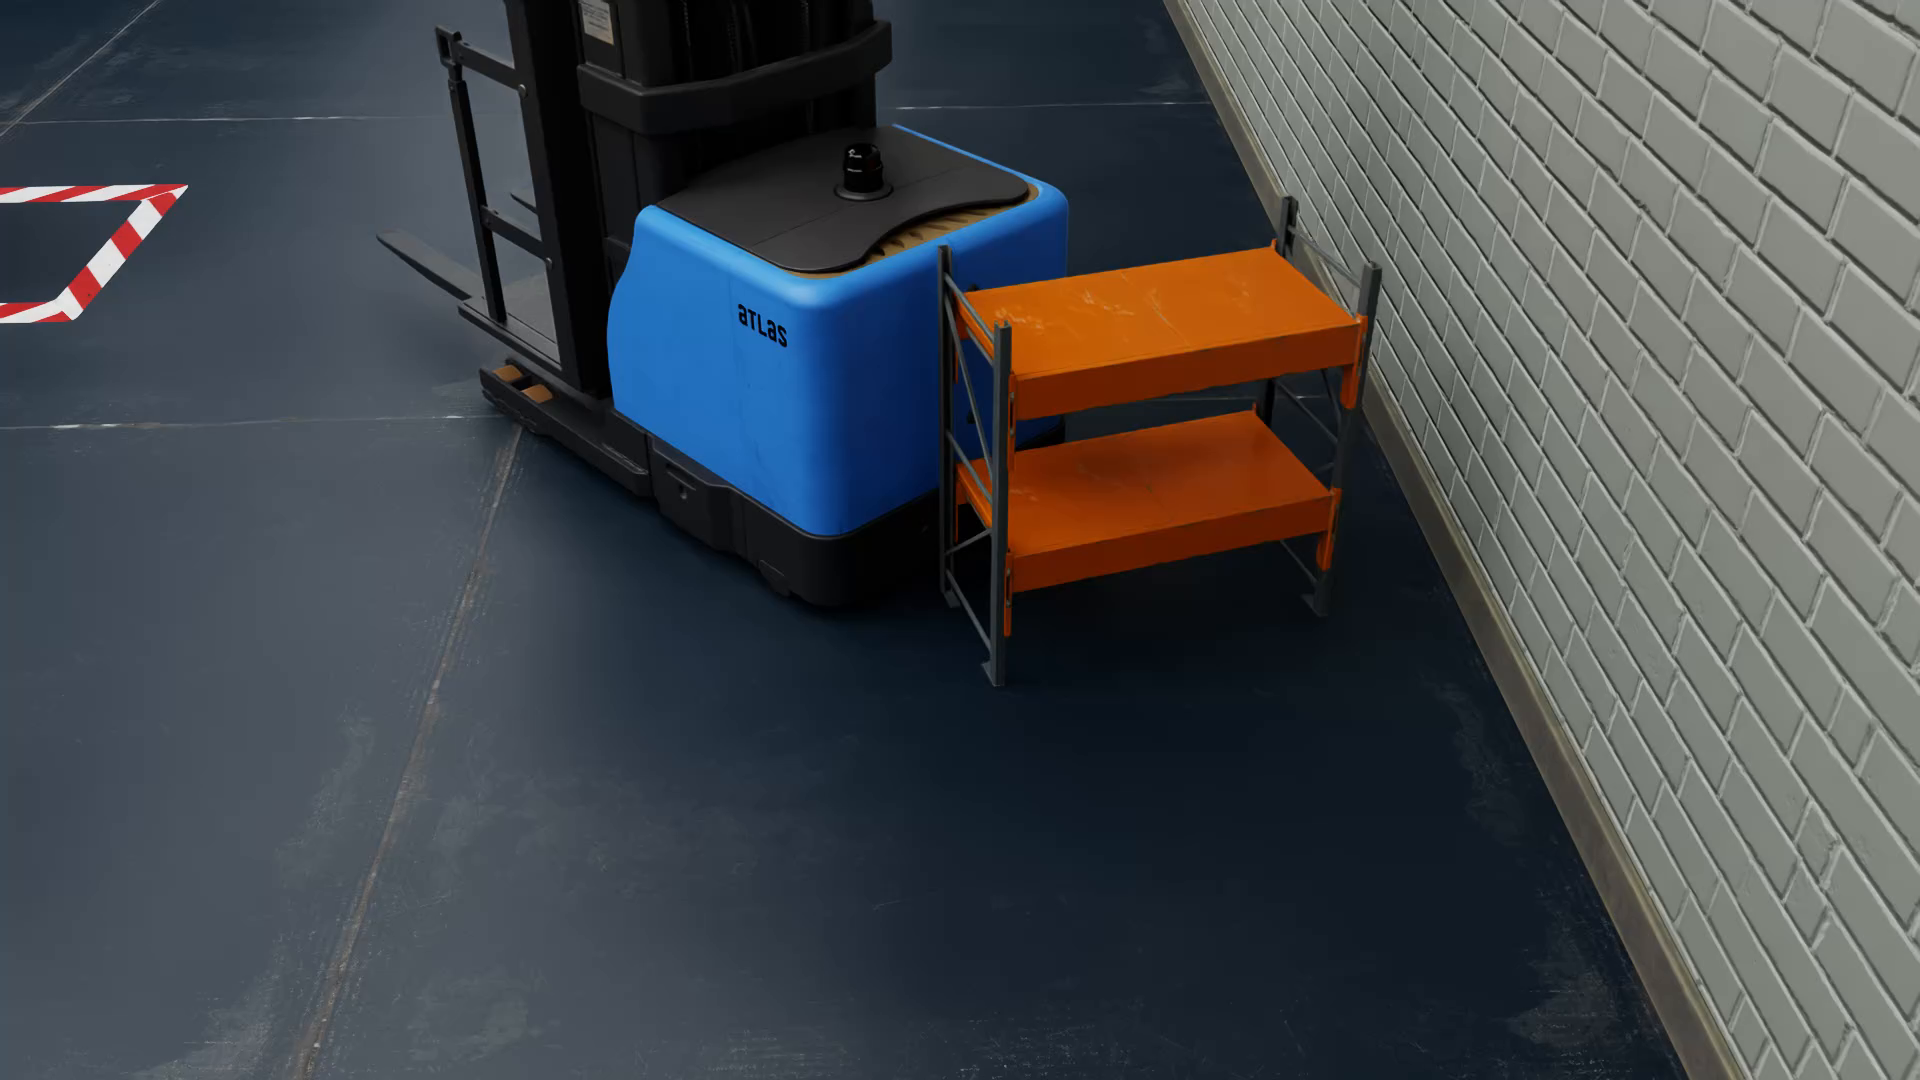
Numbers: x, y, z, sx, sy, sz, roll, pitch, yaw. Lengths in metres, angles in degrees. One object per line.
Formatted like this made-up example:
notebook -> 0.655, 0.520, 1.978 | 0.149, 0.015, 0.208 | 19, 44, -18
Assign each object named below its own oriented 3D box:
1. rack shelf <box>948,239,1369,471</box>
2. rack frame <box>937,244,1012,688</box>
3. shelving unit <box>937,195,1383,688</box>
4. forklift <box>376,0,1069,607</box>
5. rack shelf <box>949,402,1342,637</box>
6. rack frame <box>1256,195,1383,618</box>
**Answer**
rack shelf -> 0.514, -0.518, 4.495 | 1.000, 0.278, 0.538 | -11, 36, -15
rack frame -> 0.032, -0.185, 4.529 | 0.032, 1.125, 0.500 | -11, 36, -15
shelving unit -> 0.514, -0.277, 4.662 | 1.048, 1.125, 0.538 | -11, 36, -15
forklift -> -1.045, -1.755, 5.211 | 1.130, 2.935, 3.031 | -28, 44, -35
rack shelf -> 0.514, -0.076, 4.801 | 1.000, 0.278, 0.538 | -11, 36, -15
rack frame -> 0.996, -0.369, 4.795 | 0.032, 1.125, 0.500 | -11, 36, -15
